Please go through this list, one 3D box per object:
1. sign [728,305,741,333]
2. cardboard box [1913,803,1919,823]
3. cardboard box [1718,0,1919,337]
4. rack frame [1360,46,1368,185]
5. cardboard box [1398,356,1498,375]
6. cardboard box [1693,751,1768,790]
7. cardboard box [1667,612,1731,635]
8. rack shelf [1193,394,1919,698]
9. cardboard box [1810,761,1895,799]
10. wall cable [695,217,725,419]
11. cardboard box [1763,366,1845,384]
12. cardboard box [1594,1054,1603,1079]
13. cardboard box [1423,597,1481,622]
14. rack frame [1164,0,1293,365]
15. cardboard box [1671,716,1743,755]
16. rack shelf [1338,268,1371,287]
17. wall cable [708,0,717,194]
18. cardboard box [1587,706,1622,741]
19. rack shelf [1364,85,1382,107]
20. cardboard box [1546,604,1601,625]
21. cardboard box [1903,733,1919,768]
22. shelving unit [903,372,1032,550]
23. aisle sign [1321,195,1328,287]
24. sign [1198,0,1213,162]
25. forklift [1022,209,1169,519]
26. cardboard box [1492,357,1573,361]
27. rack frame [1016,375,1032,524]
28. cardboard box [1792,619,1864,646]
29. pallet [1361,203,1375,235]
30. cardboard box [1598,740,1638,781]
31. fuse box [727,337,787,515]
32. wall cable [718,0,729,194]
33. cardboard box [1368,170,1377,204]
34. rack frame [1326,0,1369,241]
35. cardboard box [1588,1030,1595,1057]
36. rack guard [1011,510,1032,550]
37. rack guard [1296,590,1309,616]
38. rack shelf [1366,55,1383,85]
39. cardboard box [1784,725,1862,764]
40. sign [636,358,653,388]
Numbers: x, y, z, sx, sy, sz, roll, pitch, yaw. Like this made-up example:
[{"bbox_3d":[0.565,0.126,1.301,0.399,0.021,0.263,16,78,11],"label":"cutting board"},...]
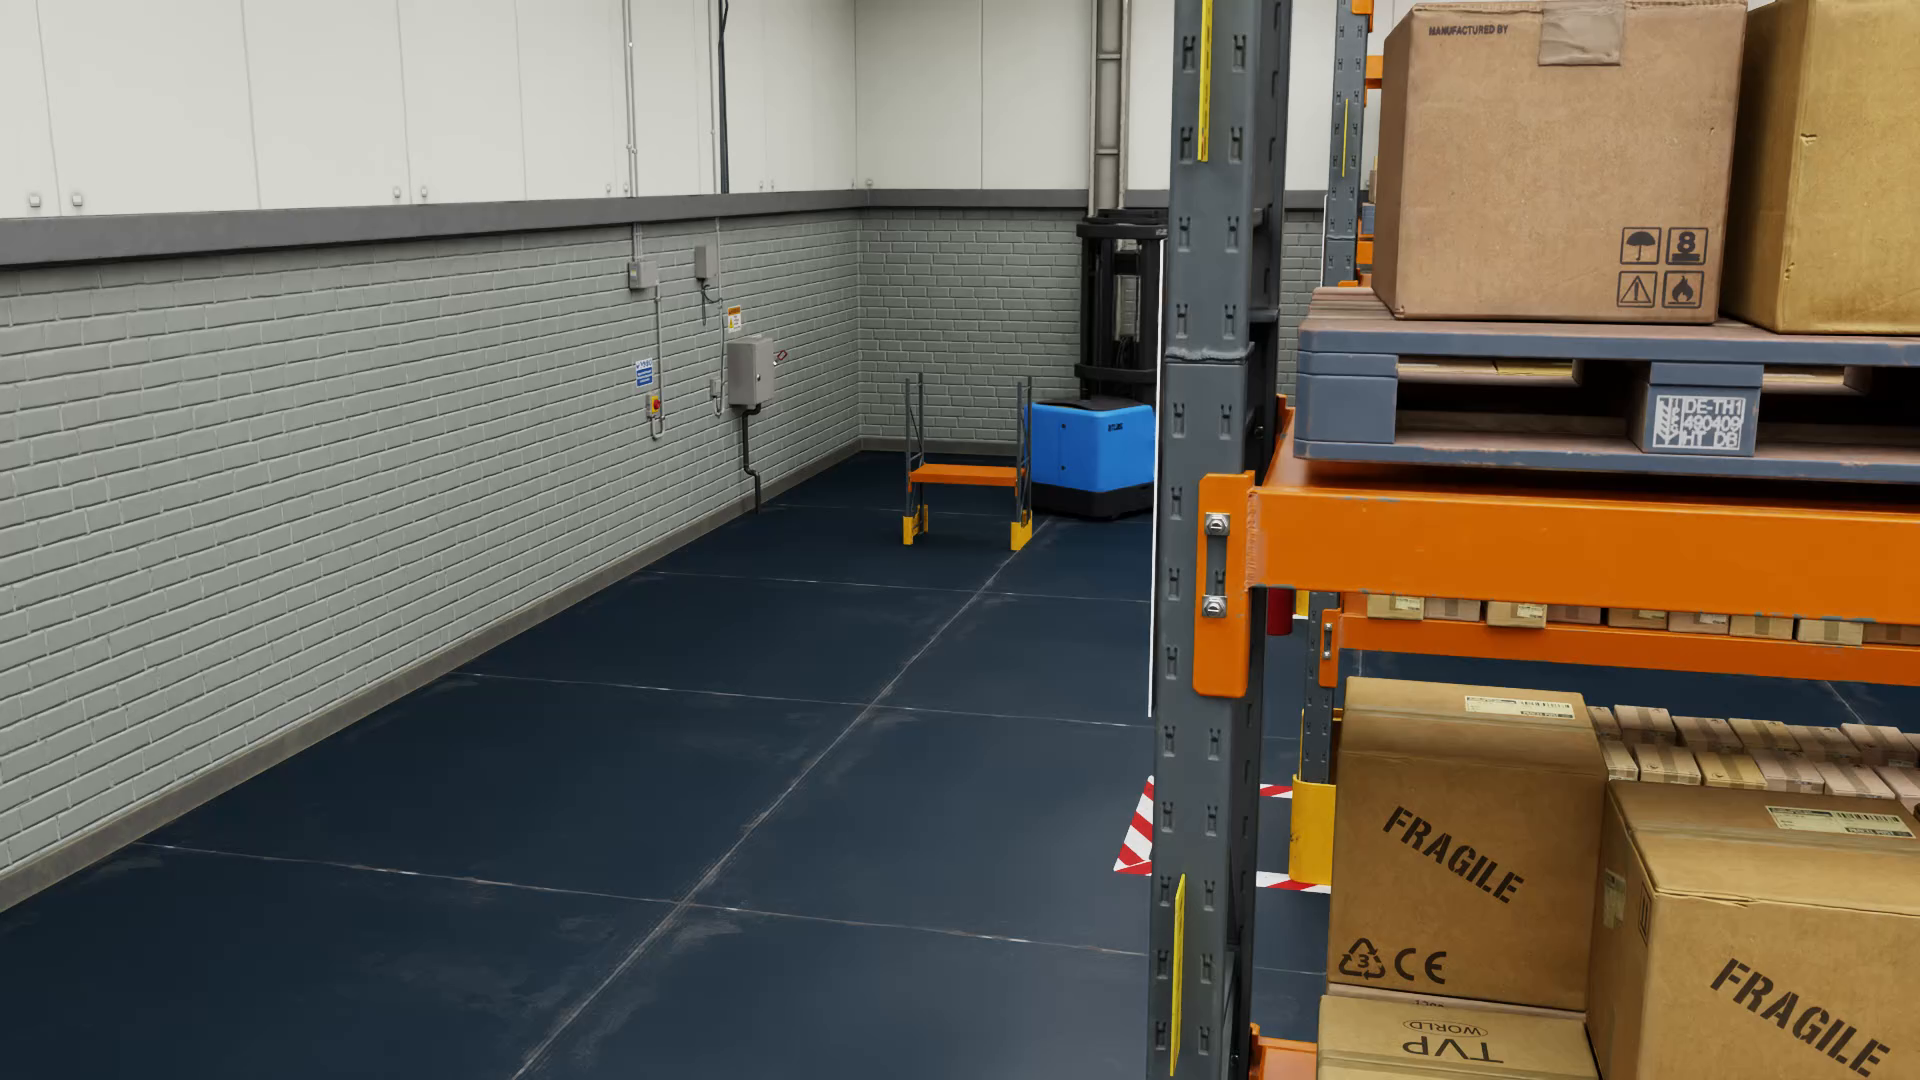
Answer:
[{"bbox_3d":[-2.168,-2.128,15.992,0.001,0.242,0.339,3,13,14],"label":"sign"},{"bbox_3d":[1.898,0.776,2.741,0.500,0.500,0.500,3,13,12],"label":"cardboard box"},{"bbox_3d":[1.542,-0.616,2.730,0.500,0.500,0.700,3,13,11],"label":"cardboard box"},{"bbox_3d":[4.067,-4.976,16.887,0.127,3.000,1.000,3,13,14],"label":"rack frame"},{"bbox_3d":[2.166,-0.560,7.608,0.500,0.500,0.500,3,13,13],"label":"cardboard box"},{"bbox_3d":[3.503,1.102,7.581,0.250,0.149,0.380,3,13,14],"label":"cardboard box"},{"bbox_3d":[3.309,0.303,7.521,0.250,0.149,0.380,3,13,12],"label":"cardboard box"},{"bbox_3d":[2.449,0.071,2.724,4.000,0.370,1.077,3,13,14],"label":"rack shelf"},{"bbox_3d":[3.985,1.131,7.451,0.250,0.149,0.380,3,13,12],"label":"cardboard box"},{"bbox_3d":[-2.270,-2.086,15.365,0.122,1.984,0.588,3,13,14],"label":"wall cable"},{"bbox_3d":[3.652,-0.478,7.237,0.500,0.500,0.500,3,13,12],"label":"cardboard box"},{"bbox_3d":[1.414,1.116,2.939,0.500,0.250,0.500,3,13,13],"label":"cardboard box"},{"bbox_3d":[2.286,0.256,7.736,0.250,0.149,0.380,4,13,16],"label":"cardboard box"},{"bbox_3d":[0.507,-1.848,2.789,0.127,3.000,1.000,3,13,14],"label":"rack frame"},{"bbox_3d":[3.620,0.991,8.080,0.250,0.149,0.380,3,13,12],"label":"cardboard box"},{"bbox_3d":[3.735,-0.967,7.401,4.000,0.370,1.077,3,13,14],"label":"rack shelf"},{"bbox_3d":[-2.526,-4.326,13.957,0.029,3.000,2.355,3,13,14],"label":"wall cable"},{"bbox_3d":[3.116,0.952,8.257,0.250,0.149,0.380,3,13,11],"label":"cardboard box"},{"bbox_3d":[6.009,-4.520,16.498,4.000,0.370,1.077,3,13,14],"label":"rack shelf"},{"bbox_3d":[2.819,0.265,7.692,0.250,0.149,0.380,4,13,16],"label":"cardboard box"},{"bbox_3d":[4.623,1.047,7.829,0.250,0.149,0.380,3,13,12],"label":"cardboard box"},{"bbox_3d":[0.074,-0.728,15.053,1.083,1.500,0.587,3,13,14],"label":"shelving unit"},{"bbox_3d":[1.651,-1.167,7.567,0.004,0.787,0.394,3,13,14],"label":"aisle sign"},{"bbox_3d":[0.368,-0.733,2.486,0.005,0.325,0.100,3,13,14],"label":"sign"},{"bbox_3d":[1.992,-1.887,16.970,1.130,2.935,3.031,12,17,42],"label":"forklift"},{"bbox_3d":[2.789,-0.642,7.975,0.500,0.500,0.500,3,13,12],"label":"cardboard box"},{"bbox_3d":[0.576,-0.701,14.932,0.032,1.500,0.500,3,13,14],"label":"rack frame"},{"bbox_3d":[3.808,0.341,7.350,0.250,0.149,0.380,3,13,15],"label":"cardboard box"},{"bbox_3d":[3.604,-2.388,12.352,1.213,0.211,1.003,3,13,14],"label":"pallet"},{"bbox_3d":[2.992,1.062,7.760,0.250,0.149,0.380,2,13,11],"label":"cardboard box"},{"bbox_3d":[-1.954,-1.096,16.225,0.414,1.711,0.539,3,13,14],"label":"fuse box"},{"bbox_3d":[-1.822,-4.928,16.585,0.133,3.039,2.988,3,13,14],"label":"wall cable"},{"bbox_3d":[3.340,-2.644,12.446,0.500,0.250,0.500,2,13,8],"label":"cardboard box"},{"bbox_3d":[1.793,-2.886,7.466,0.127,3.000,1.000,3,13,14],"label":"rack frame"},{"bbox_3d":[1.533,1.004,3.441,0.500,0.250,0.500,3,13,13],"label":"cardboard box"},{"bbox_3d":[0.558,-0.092,15.072,0.087,0.250,0.587,3,13,14],"label":"rack guard"},{"bbox_3d":[2.858,0.216,13.108,0.348,0.500,1.175,3,13,14],"label":"rack guard"},{"bbox_3d":[4.823,-3.282,11.835,4.000,0.370,1.077,3,13,14],"label":"rack shelf"},{"bbox_3d":[4.111,1.020,7.951,0.250,0.149,0.380,3,13,11],"label":"cardboard box"},{"bbox_3d":[-2.670,-1.416,14.067,0.001,0.218,0.327,3,13,14],"label":"sign"}]
